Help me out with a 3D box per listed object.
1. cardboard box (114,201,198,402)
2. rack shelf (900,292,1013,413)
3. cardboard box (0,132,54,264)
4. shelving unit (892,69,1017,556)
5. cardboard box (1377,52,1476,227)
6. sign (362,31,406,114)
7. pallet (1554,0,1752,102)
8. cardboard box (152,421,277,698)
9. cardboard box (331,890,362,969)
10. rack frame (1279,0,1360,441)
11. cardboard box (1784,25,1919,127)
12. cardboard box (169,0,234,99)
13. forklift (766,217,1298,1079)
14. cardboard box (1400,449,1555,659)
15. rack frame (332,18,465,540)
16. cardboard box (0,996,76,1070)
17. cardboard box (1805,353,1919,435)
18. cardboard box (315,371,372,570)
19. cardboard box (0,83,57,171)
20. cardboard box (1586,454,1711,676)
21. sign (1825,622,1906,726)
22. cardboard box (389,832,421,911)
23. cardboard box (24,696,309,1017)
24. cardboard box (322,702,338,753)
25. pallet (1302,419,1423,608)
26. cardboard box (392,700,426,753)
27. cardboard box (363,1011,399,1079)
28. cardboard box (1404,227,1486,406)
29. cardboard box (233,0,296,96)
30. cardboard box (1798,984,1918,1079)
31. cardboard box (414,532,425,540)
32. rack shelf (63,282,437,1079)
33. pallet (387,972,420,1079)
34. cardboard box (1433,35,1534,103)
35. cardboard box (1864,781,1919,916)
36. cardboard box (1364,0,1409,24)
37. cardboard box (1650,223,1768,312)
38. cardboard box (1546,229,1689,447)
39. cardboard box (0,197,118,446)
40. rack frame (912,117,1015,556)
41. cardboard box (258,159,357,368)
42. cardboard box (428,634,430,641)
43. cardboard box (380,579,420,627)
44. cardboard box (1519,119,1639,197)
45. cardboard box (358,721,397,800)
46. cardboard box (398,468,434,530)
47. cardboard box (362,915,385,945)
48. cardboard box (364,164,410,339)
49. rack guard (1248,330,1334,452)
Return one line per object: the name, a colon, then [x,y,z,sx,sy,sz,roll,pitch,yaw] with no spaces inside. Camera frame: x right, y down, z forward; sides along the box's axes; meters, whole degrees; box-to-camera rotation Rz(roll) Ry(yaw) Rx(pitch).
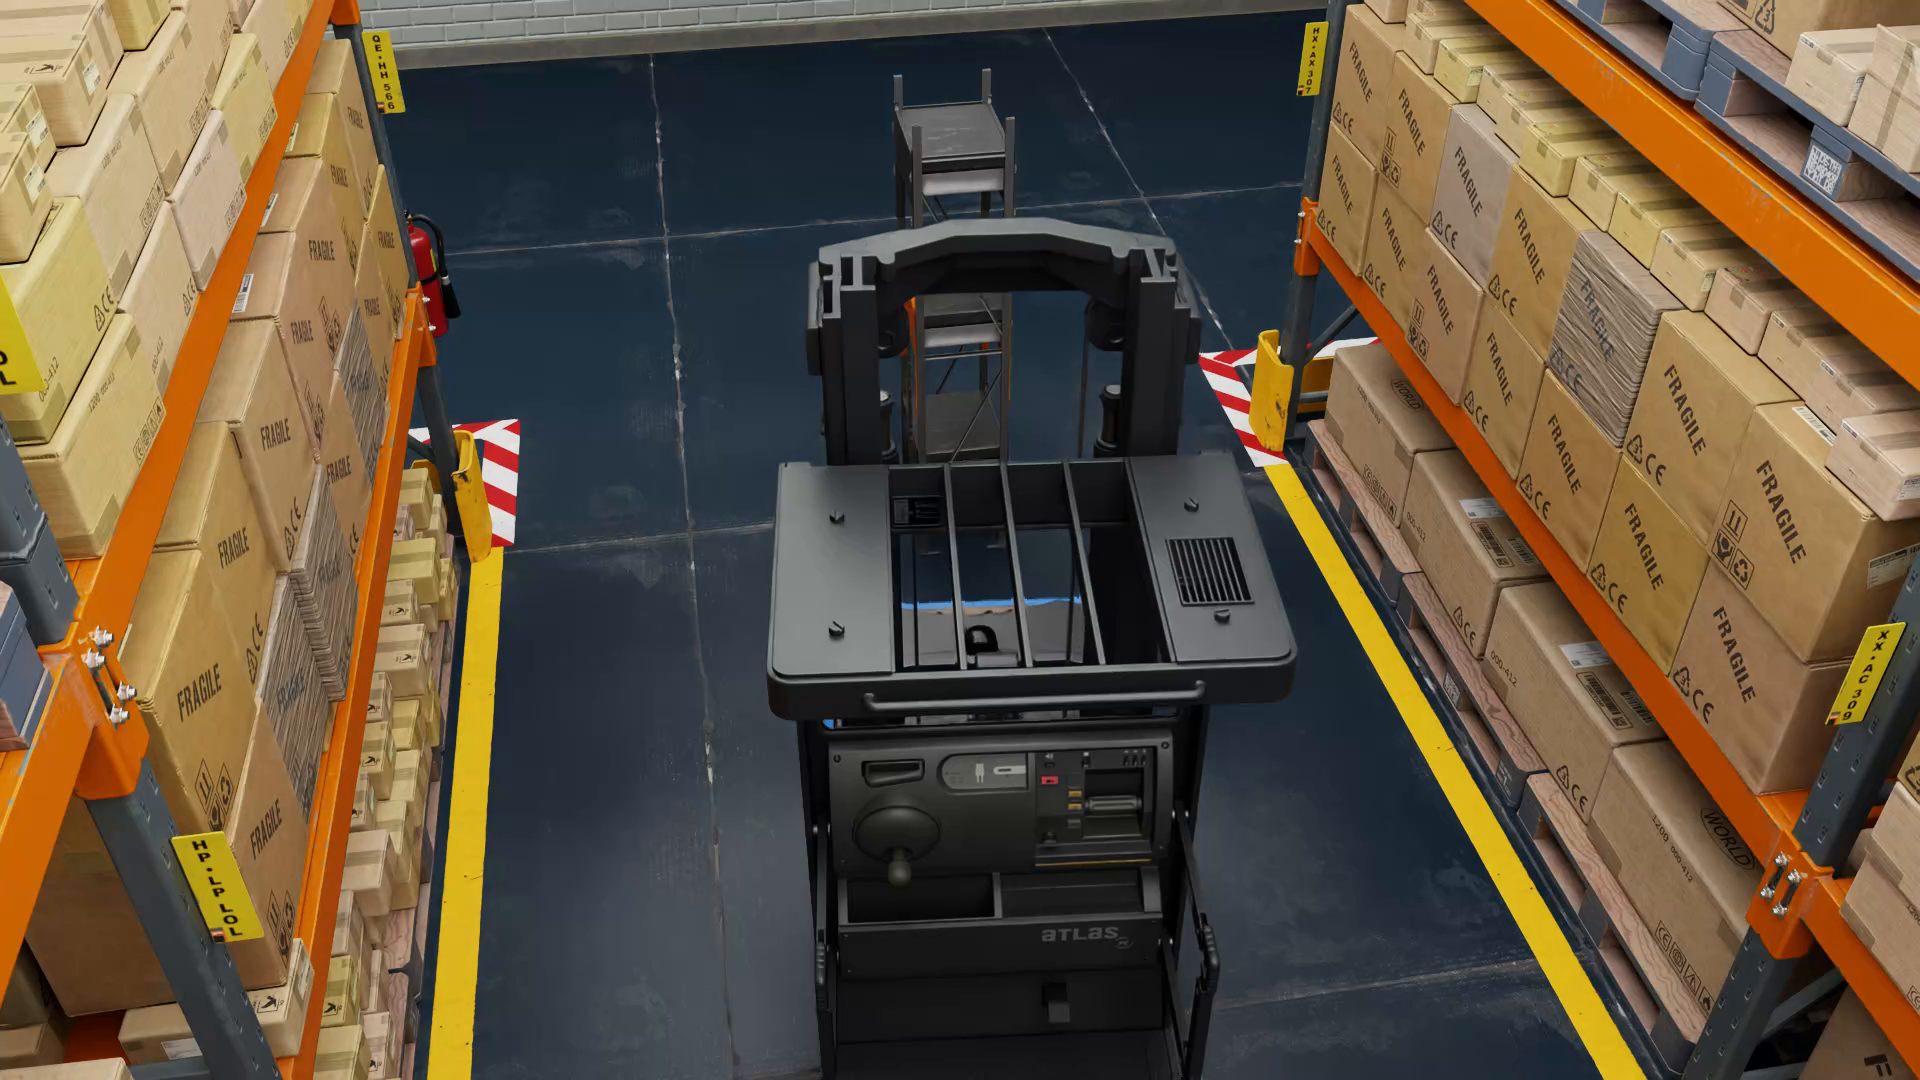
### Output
cardboard box: [-1.994,-0.495,3.620,0.500,0.250,0.500,-7,38,-9]
rack shelf: [-0.029,-0.918,7.243,0.431,0.518,0.480,-6,38,-8]
cardboard box: [-1.903,-0.611,3.036,0.380,0.149,0.250,-8,39,-10]
shelving unit: [-0.029,-0.929,7.235,0.431,2.100,0.503,-6,38,-8]
cardboard box: [1.980,-1.572,6.433,0.500,0.500,0.500,-7,38,-9]
sign: [-2.227,-1.806,6.429,0.100,0.325,0.005,-6,38,-8]
pallet: [2.437,-1.734,5.164,1.003,0.211,1.213,-6,38,-8]
cardboard box: [-2.021,0.077,4.066,0.500,0.500,0.500,-7,38,-9]
cardboard box: [-2.083,1.259,5.181,0.380,0.149,0.250,-7,38,-9]
rack frame: [2.079,-1.770,7.583,1.000,3.000,0.127,-6,38,-8]
cardboard box: [2.307,-1.156,4.129,0.380,0.149,0.250,-5,38,-7]
cardboard box: [-2.191,-1.324,4.279,0.500,0.250,0.500,-8,39,-10]
forklift: [0.127,0.796,4.337,1.130,2.935,3.031,-2,38,-3]
cardboard box: [2.462,0.016,7.031,0.875,0.438,0.875,-5,38,-7]
rack frame: [-2.777,-1.177,6.819,1.000,3.000,0.127,-6,38,-8]
cardboard box: [-2.356,1.191,3.976,0.380,0.149,0.250,-7,38,-8]
cardboard box: [2.473,-0.367,4.353,0.380,0.149,0.250,-5,38,-7]
cardboard box: [-2.184,-0.171,5.201,0.500,0.500,0.500,-4,38,-6]
cardboard box: [-2.003,-0.756,3.223,0.380,0.149,0.250,-7,38,-8]
cardboard box: [2.352,0.044,5.167,0.500,0.500,0.500,-7,38,-9]
sign: [2.234,0.333,4.106,0.100,0.325,0.005,-6,38,-8]
cardboard box: [-2.090,1.166,5.786,0.380,0.149,0.250,-7,38,-9]
cardboard box: [-1.914,0.756,4.008,0.500,0.500,0.500,-7,38,-9]
cardboard box: [-2.042,0.505,4.860,0.380,0.149,0.250,-6,38,-7]
pallet: [2.296,-0.194,7.828,1.003,0.211,1.213,-6,38,-8]
cardboard box: [-2.180,0.736,6.097,0.380,0.149,0.250,-4,38,-6]
cardboard box: [-1.964,1.640,5.176,0.380,0.149,0.250,-6,38,-8]
cardboard box: [2.068,-0.877,6.352,0.500,0.500,0.500,-6,38,-8]
cardboard box: [-2.266,-1.447,4.845,0.500,0.250,0.500,-5,38,-6]
cardboard box: [2.968,1.685,4.526,0.875,0.875,0.875,-5,38,-7]
cardboard box: [-2.410,0.118,6.892,0.380,0.149,0.250,-7,38,-9]
rack shelf: [-2.426,0.316,5.485,1.077,0.370,4.000,-6,38,-8]
pallet: [-2.228,1.939,5.082,1.003,0.211,1.213,-6,38,-8]
cardboard box: [1.981,-1.739,6.119,0.380,0.149,0.250,-7,38,-9]
cardboard box: [2.580,0.804,3.985,0.500,0.250,0.500,-7,38,-9]
cardboard box: [1.869,-2.216,6.733,0.380,0.149,0.250,-5,38,-7]
cardboard box: [2.298,-0.817,4.932,0.380,0.149,0.250,-7,38,-8]
cardboard box: [2.246,-0.657,5.255,0.500,0.500,0.500,-6,38,-7]
cardboard box: [-1.924,-0.400,3.089,0.500,0.250,0.500,-5,38,-6]
rack frame: [0.014,-0.782,7.045,0.400,2.100,0.015,-6,38,-8]
cardboard box: [-2.263,-0.860,5.272,0.500,0.500,0.500,-4,38,-6]
cardboard box: [-2.373,0.392,6.782,0.380,0.149,0.250,-6,38,-8]
cardboard box: [-2.293,0.305,6.409,0.380,0.149,0.250,-8,39,-10]
cardboard box: [2.099,-1.275,5.521,0.380,0.149,0.250,-7,38,-9]
cardboard box: [-2.181,0.787,5.788,0.380,0.149,0.250,-6,38,-8]
cardboard box: [-2.434,-0.159,7.006,0.380,0.149,0.250,-6,38,-7]
cardboard box: [-2.104,1.210,5.486,0.380,0.149,0.250,-5,38,-6]
cardboard box: [-2.445,-1.090,6.384,0.500,0.500,0.500,-5,38,-7]
rack guard: [2.075,-0.797,8.369,1.175,0.500,0.348,-6,38,-8]
